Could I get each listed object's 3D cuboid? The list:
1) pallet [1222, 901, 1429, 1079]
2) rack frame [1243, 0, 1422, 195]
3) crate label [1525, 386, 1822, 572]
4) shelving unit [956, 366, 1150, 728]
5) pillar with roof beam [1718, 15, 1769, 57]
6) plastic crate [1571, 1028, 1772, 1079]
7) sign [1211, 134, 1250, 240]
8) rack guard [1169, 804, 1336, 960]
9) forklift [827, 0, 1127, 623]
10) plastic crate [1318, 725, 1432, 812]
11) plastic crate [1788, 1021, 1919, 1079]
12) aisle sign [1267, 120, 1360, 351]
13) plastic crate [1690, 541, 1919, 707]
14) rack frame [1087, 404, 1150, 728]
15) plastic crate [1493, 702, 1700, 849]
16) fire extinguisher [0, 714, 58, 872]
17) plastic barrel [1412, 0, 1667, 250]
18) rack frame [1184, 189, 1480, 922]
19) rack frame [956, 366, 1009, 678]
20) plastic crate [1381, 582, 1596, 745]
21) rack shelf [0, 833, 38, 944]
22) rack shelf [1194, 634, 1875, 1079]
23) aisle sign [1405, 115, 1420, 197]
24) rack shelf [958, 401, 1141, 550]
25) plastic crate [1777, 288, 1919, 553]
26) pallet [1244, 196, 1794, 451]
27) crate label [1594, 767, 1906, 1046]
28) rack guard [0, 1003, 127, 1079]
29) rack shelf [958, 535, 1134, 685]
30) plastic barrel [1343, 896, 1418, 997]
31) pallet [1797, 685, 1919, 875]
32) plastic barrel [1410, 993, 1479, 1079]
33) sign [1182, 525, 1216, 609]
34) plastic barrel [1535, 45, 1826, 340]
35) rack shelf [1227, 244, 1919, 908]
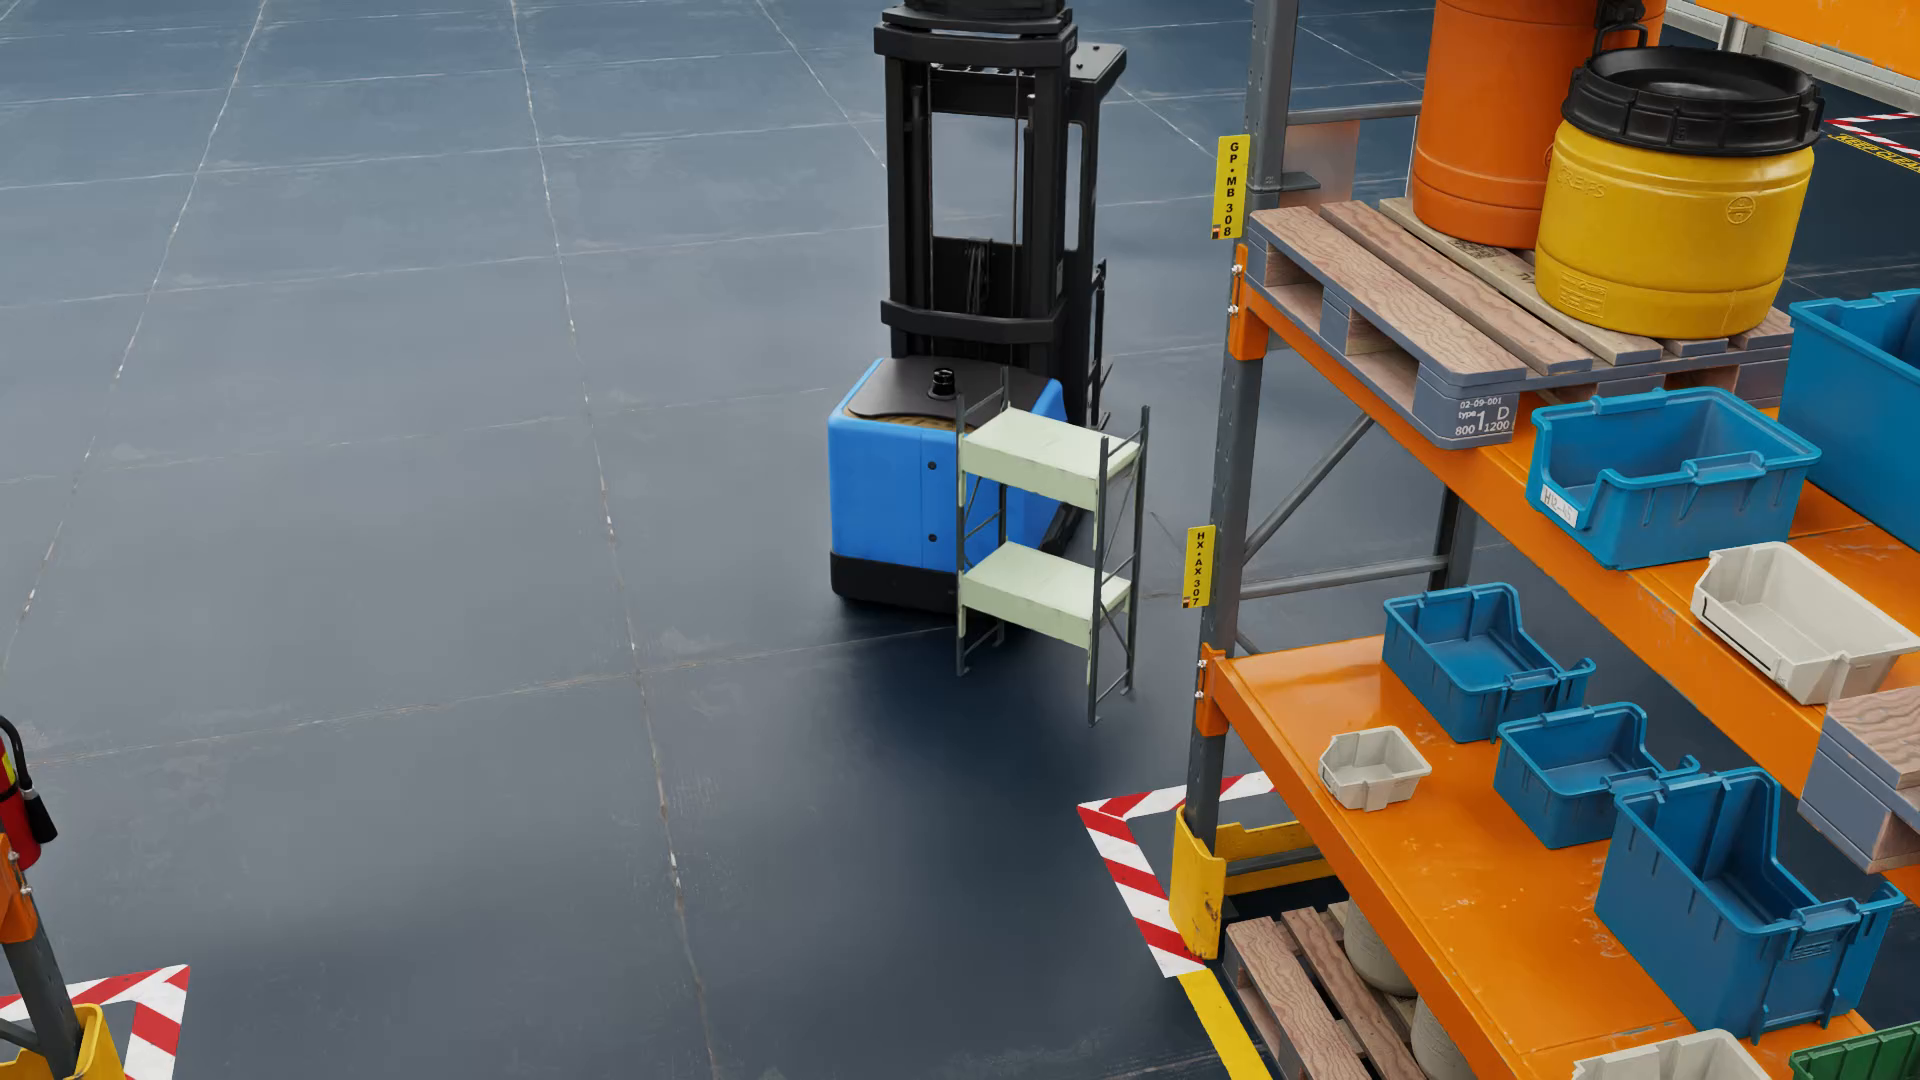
[{"bbox_3d":[1.642,1.775,5.973,1.003,0.211,1.213,-8,31,-13],"label":"pallet"},{"bbox_3d":[1.366,-2.452,4.503,1.000,3.000,0.127,-8,31,-13],"label":"rack frame"},{"bbox_3d":[1.544,-0.142,3.654,0.502,0.251,0.408,-8,31,-13],"label":"crate label"},{"bbox_3d":[0.407,0.038,7.688,0.755,1.500,0.431,19,35,29],"label":"shelving unit"},{"bbox_3d":[4.602,-8.770,15.418,9.100,9.000,0.400,-8,31,-13],"label":"pillar with roof beam"},{"bbox_3d":[1.753,1.440,4.031,0.530,0.136,0.437,-8,31,-13],"label":"plastic crate"},{"bbox_3d":[0.835,-1.087,5.130,0.100,0.325,0.005,-8,31,-13],"label":"sign"},{"bbox_3d":[1.432,1.257,6.580,1.175,0.500,0.348,-8,31,-13],"label":"rack guard"},{"bbox_3d":[0.238,-1.578,9.051,1.130,2.935,3.031,8,31,14],"label":"forklift"},{"bbox_3d":[1.293,0.733,5.252,0.298,0.136,0.250,-8,31,-13],"label":"plastic crate"},{"bbox_3d":[2.340,1.475,3.919,0.450,0.188,0.662,-8,31,-13],"label":"plastic crate"},{"bbox_3d":[1.065,-0.977,5.348,0.394,0.787,0.004,-8,31,-13],"label":"aisle sign"},{"bbox_3d":[1.612,0.171,3.230,0.243,0.136,0.396,-8,31,-13],"label":"plastic crate"},{"bbox_3d":[0.711,0.140,7.512,0.023,1.500,0.400,19,35,29],"label":"rack frame"},{"bbox_3d":[1.954,0.725,5.151,0.499,0.251,0.408,-8,31,-13],"label":"plastic crate"},{"bbox_3d":[-2.995,0.720,5.089,0.296,0.674,0.183,-8,31,-13],"label":"fire extinguisher"},{"bbox_3d":[1.618,-1.304,4.666,0.600,0.830,0.708,-8,31,-13],"label":"plastic barrel"},{"bbox_3d":[1.366,0.144,6.006,1.000,3.000,0.127,-8,31,-13],"label":"rack frame"},{"bbox_3d":[0.103,-0.064,7.864,0.023,1.500,0.400,19,35,29],"label":"rack frame"},{"bbox_3d":[1.787,0.411,5.695,0.499,0.251,0.616,-8,31,-13],"label":"plastic crate"},{"bbox_3d":[-2.878,2.080,3.380,1.077,0.370,4.000,-8,31,-13],"label":"rack shelf"},{"bbox_3d":[1.897,1.422,4.518,1.077,0.370,4.000,-8,31,-13],"label":"rack shelf"},{"bbox_3d":[1.633,-1.055,5.483,0.394,0.787,0.004,-8,31,-13],"label":"aisle sign"},{"bbox_3d":[0.407,-0.300,7.492,0.720,0.370,0.431,19,35,29],"label":"rack shelf"},{"bbox_3d":[2.163,-0.266,3.737,0.392,0.384,0.575,-8,31,-13],"label":"plastic crate"},{"bbox_3d":[1.491,-0.660,4.589,1.003,0.211,1.213,-8,31,-13],"label":"pallet"},{"bbox_3d":[2.115,0.982,4.524,0.502,0.435,0.616,-8,31,-13],"label":"crate label"},{"bbox_3d":[-3.389,1.921,5.431,1.175,0.500,0.348,-8,31,-13],"label":"rack guard"},{"bbox_3d":[0.407,0.320,7.851,0.720,0.370,0.431,19,35,29],"label":"rack shelf"},{"bbox_3d":[1.614,1.347,5.993,0.421,0.512,0.421,0,30,0],"label":"plastic barrel"},{"bbox_3d":[2.142,0.524,2.544,1.213,0.211,1.003,-8,31,-13],"label":"pallet"},{"bbox_3d":[1.748,1.589,5.574,0.421,0.512,0.421,0,30,0],"label":"plastic barrel"},{"bbox_3d":[0.835,0.096,5.814,0.100,0.325,0.005,-8,31,-13],"label":"sign"},{"bbox_3d":[1.791,-0.883,4.180,0.600,0.588,0.600,0,30,0],"label":"plastic barrel"},{"bbox_3d":[1.897,0.123,3.766,1.077,0.370,4.000,-8,31,-13],"label":"rack shelf"}]
